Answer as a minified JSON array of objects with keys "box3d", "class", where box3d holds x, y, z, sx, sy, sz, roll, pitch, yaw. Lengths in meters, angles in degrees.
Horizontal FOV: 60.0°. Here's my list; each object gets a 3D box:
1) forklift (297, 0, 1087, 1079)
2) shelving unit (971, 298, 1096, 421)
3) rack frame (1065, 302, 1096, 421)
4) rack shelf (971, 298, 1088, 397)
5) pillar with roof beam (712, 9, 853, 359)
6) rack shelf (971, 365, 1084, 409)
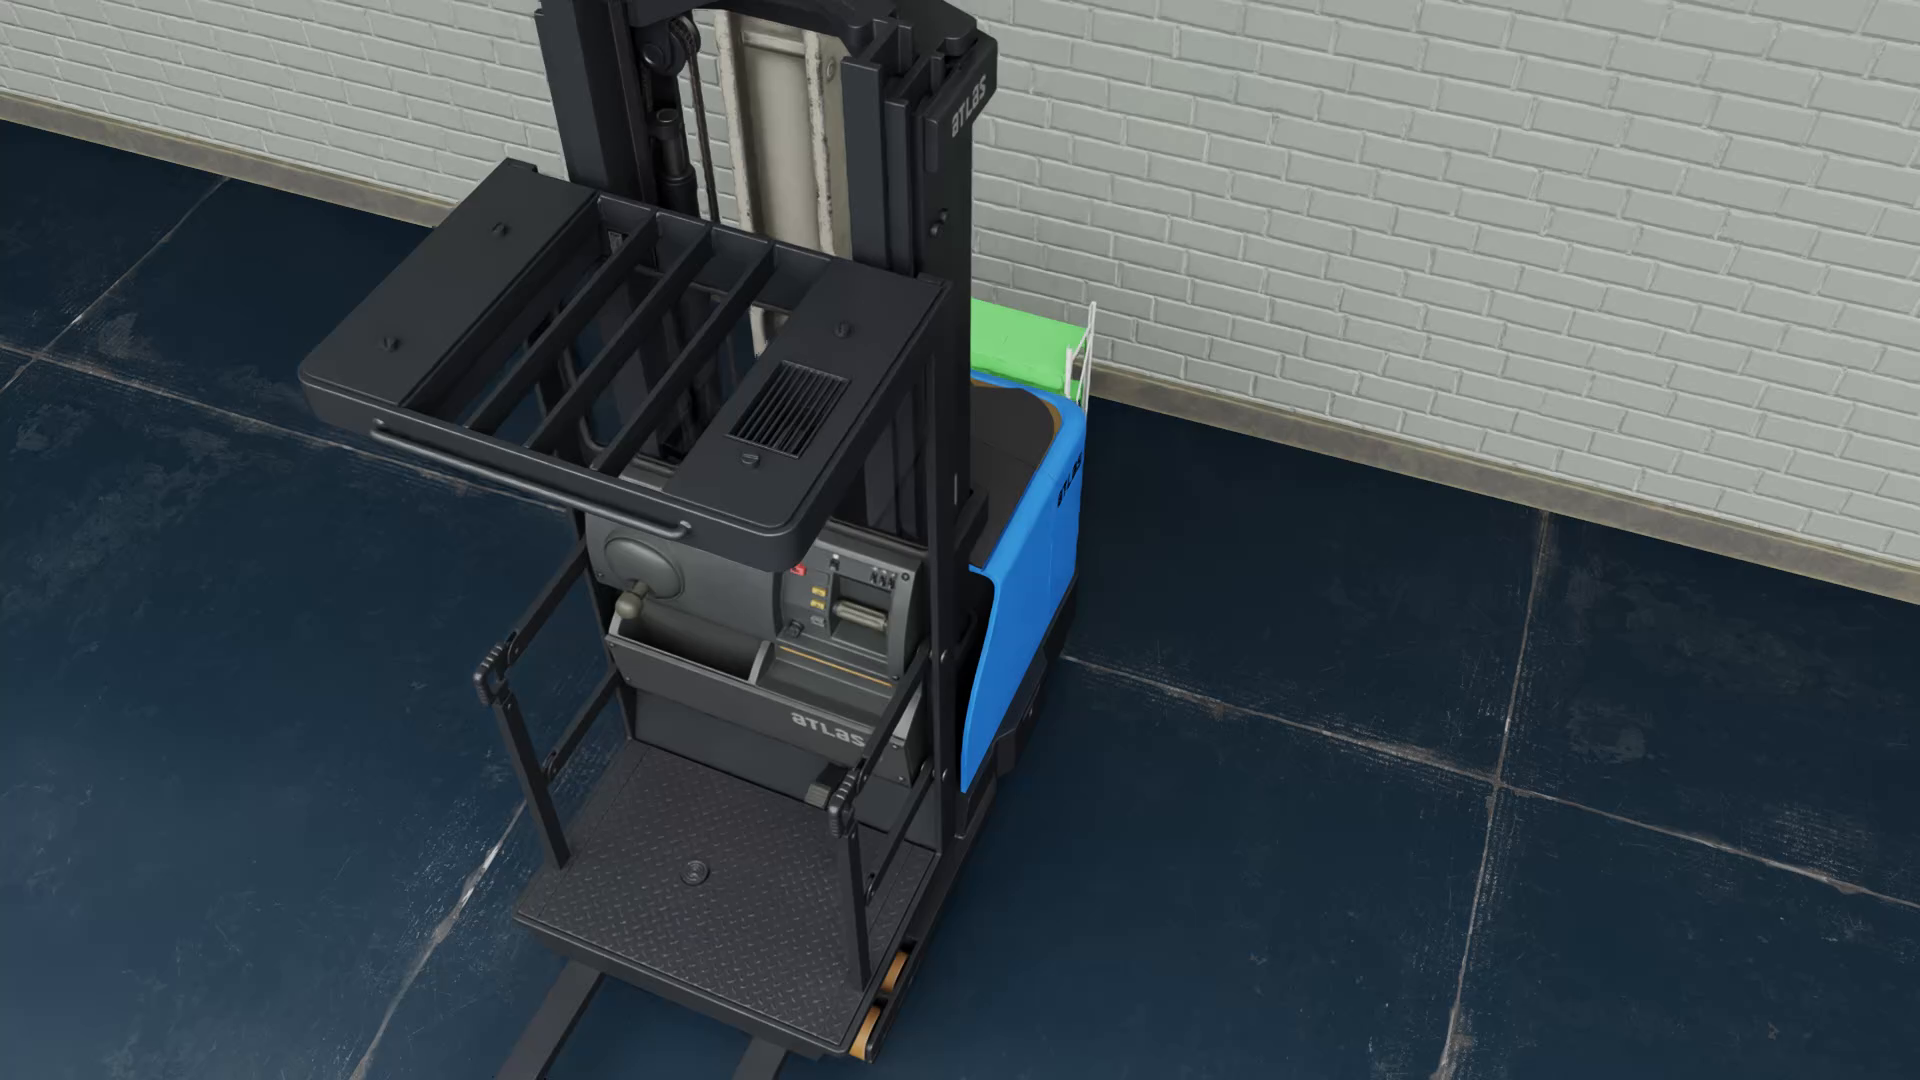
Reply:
[{"box3d":[-0.630,0.194,4.142,1.130,2.935,3.031,18,51,15],"class":"forklift"},{"box3d":[0.158,-0.354,5.763,0.503,1.200,0.258,17,51,14],"class":"shelving unit"},{"box3d":[0.384,-0.285,5.703,0.015,1.200,0.240,17,51,14],"class":"rack frame"},{"box3d":[0.158,-0.627,5.449,0.480,0.148,0.258,17,51,14],"class":"rack shelf"},{"box3d":[-2.104,-0.710,0.910,0.400,9.000,9.100,16,51,13],"class":"pillar with roof beam"},{"box3d":[0.158,-0.470,5.630,0.480,0.148,0.258,17,51,14],"class":"rack shelf"}]
